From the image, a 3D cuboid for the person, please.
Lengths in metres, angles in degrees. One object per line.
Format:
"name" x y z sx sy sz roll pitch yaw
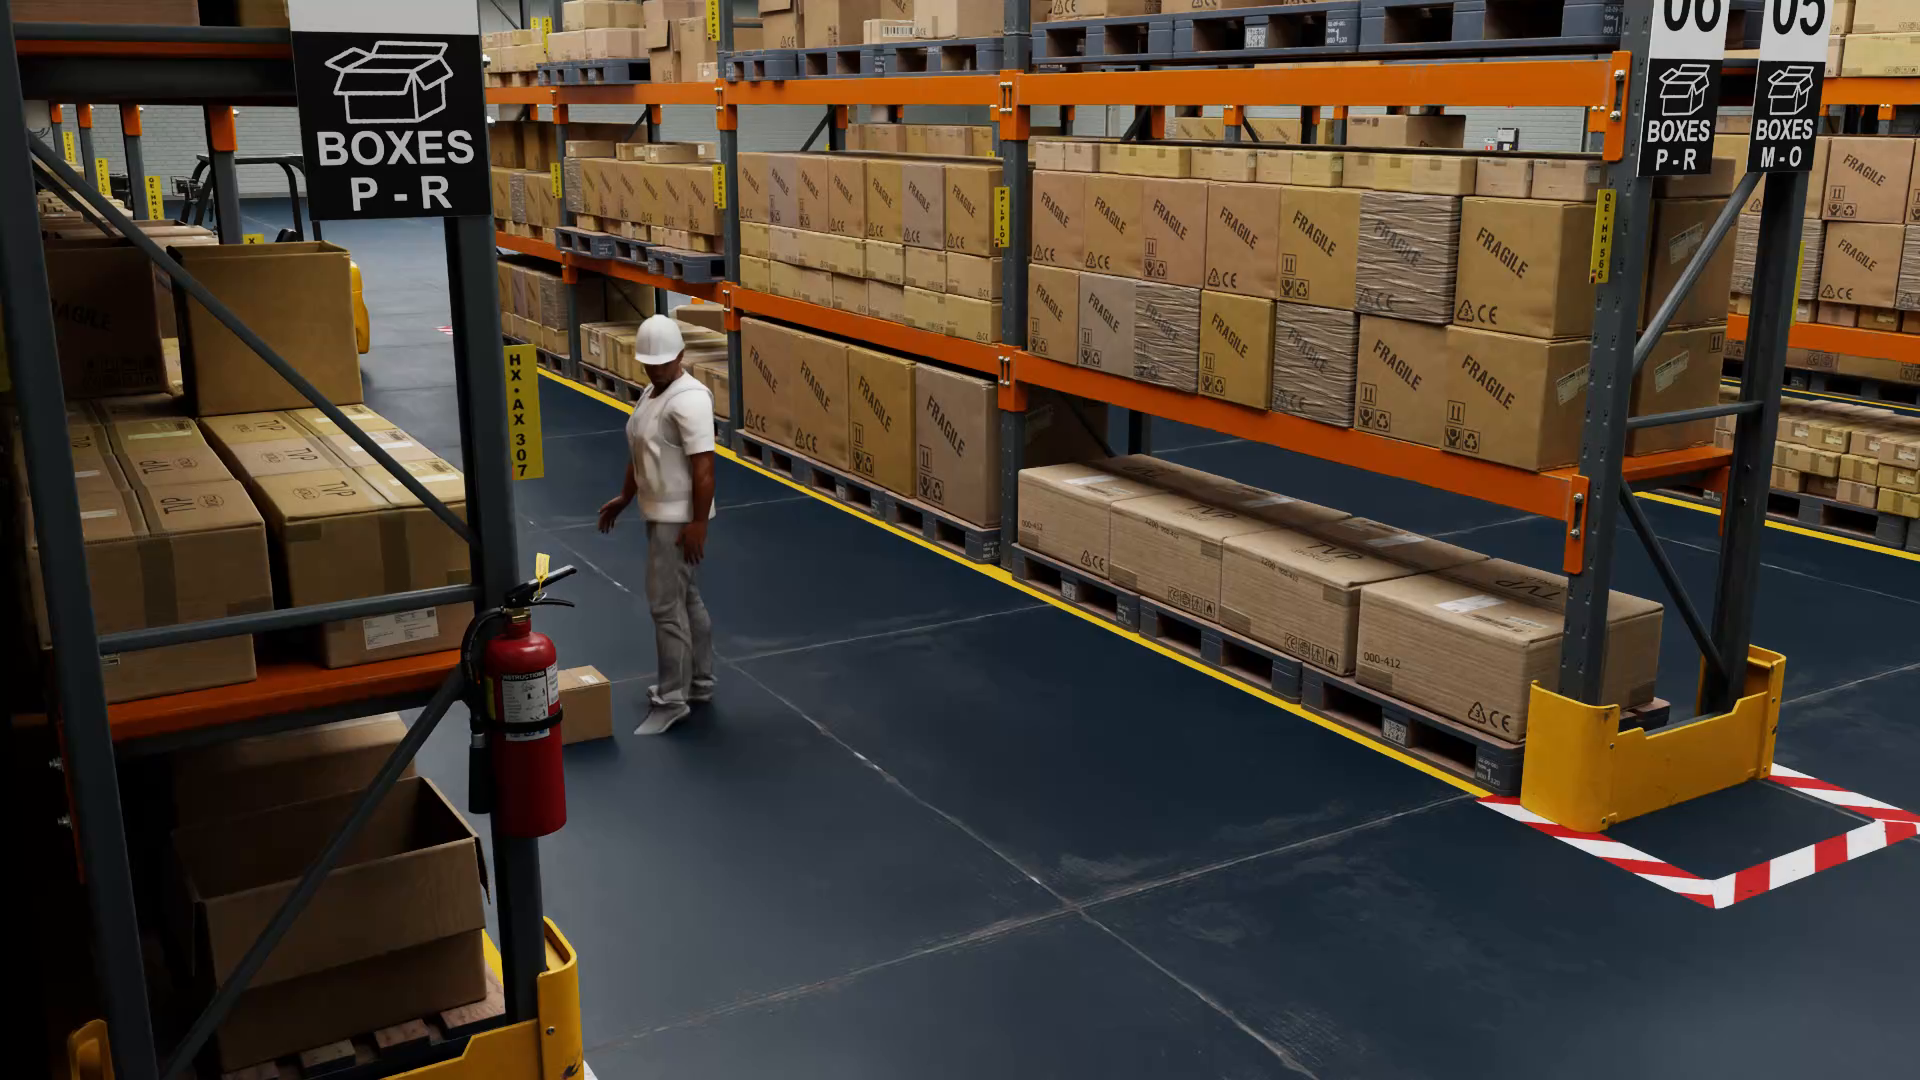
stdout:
"person" -1.313 -0.068 7.268 0.471 1.840 0.631 -5 16 -19
